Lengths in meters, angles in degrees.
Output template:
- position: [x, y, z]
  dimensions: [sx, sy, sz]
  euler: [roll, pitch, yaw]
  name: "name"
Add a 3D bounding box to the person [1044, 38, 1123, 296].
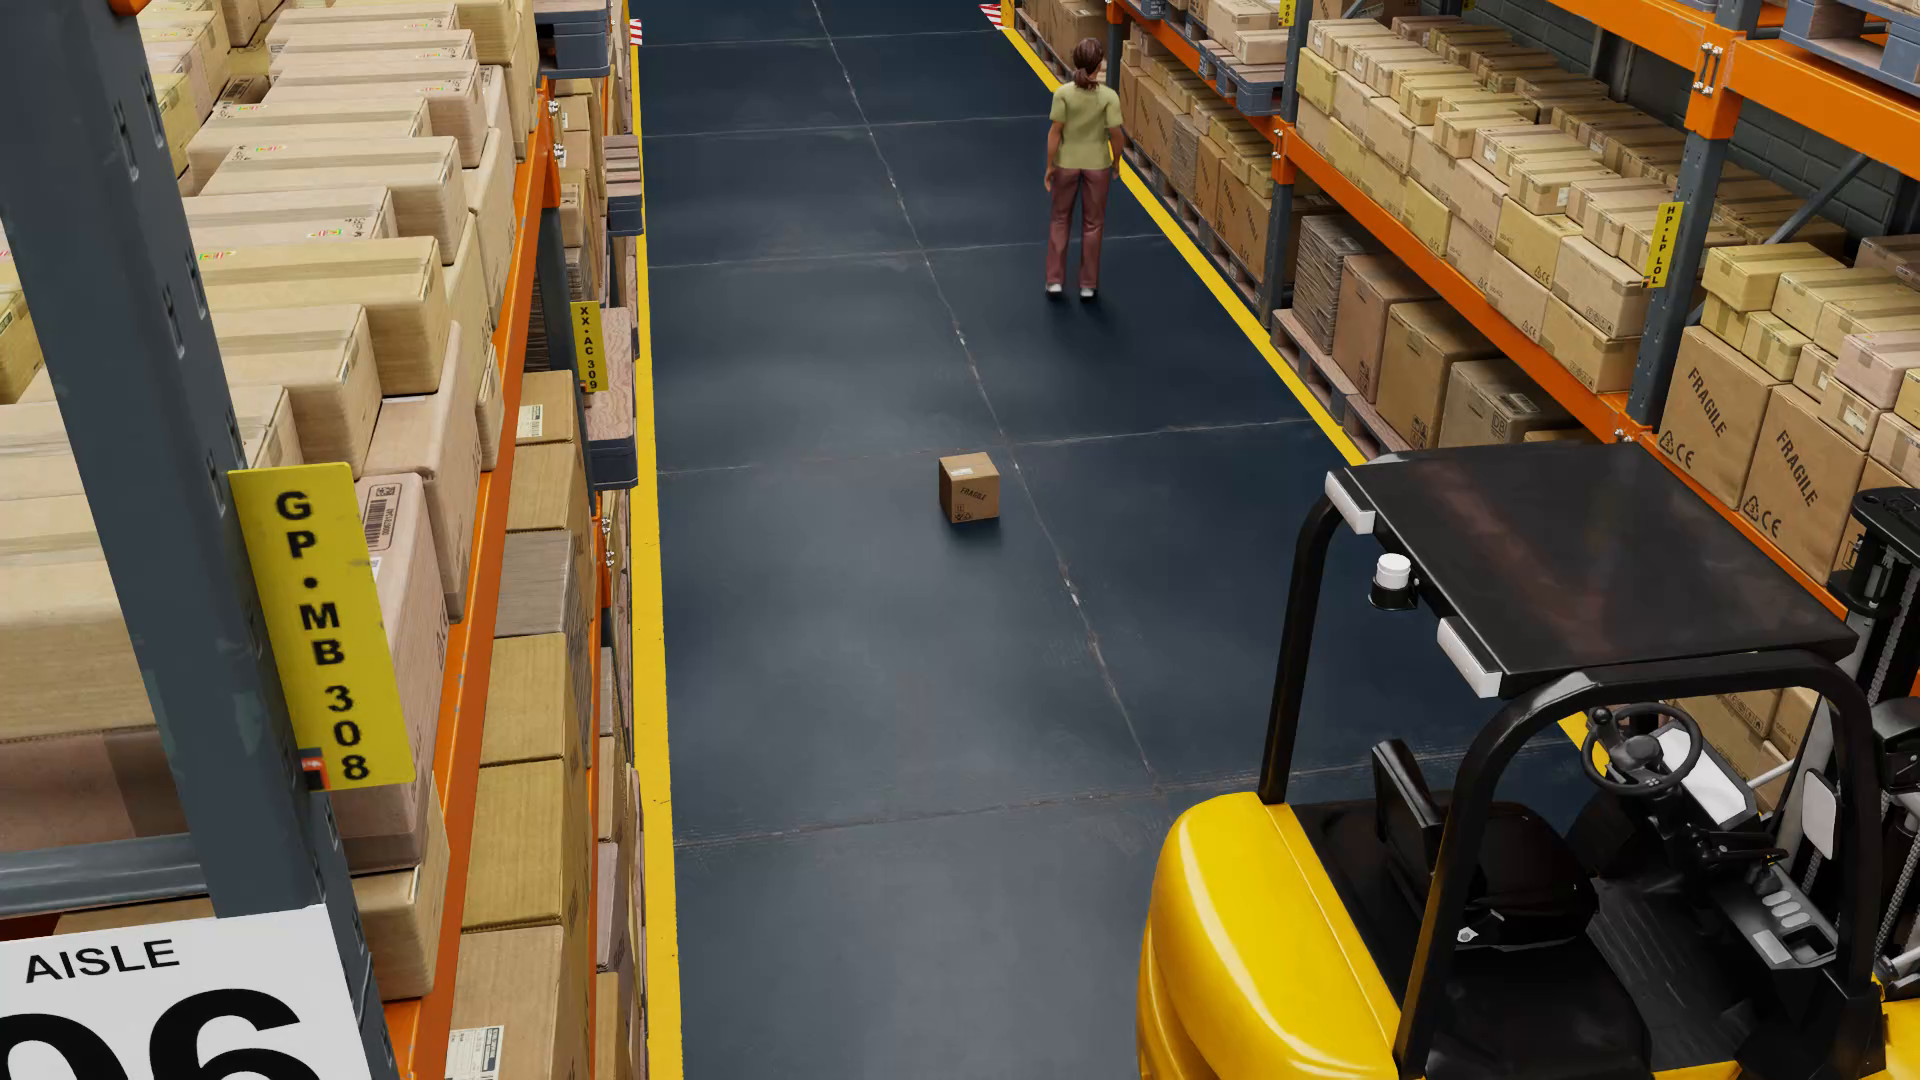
- position: [0.784, -2.322, 10.518]
  dimensions: [0.480, 1.714, 0.451]
  euler: [5, 31, 8]
  name: "person"
